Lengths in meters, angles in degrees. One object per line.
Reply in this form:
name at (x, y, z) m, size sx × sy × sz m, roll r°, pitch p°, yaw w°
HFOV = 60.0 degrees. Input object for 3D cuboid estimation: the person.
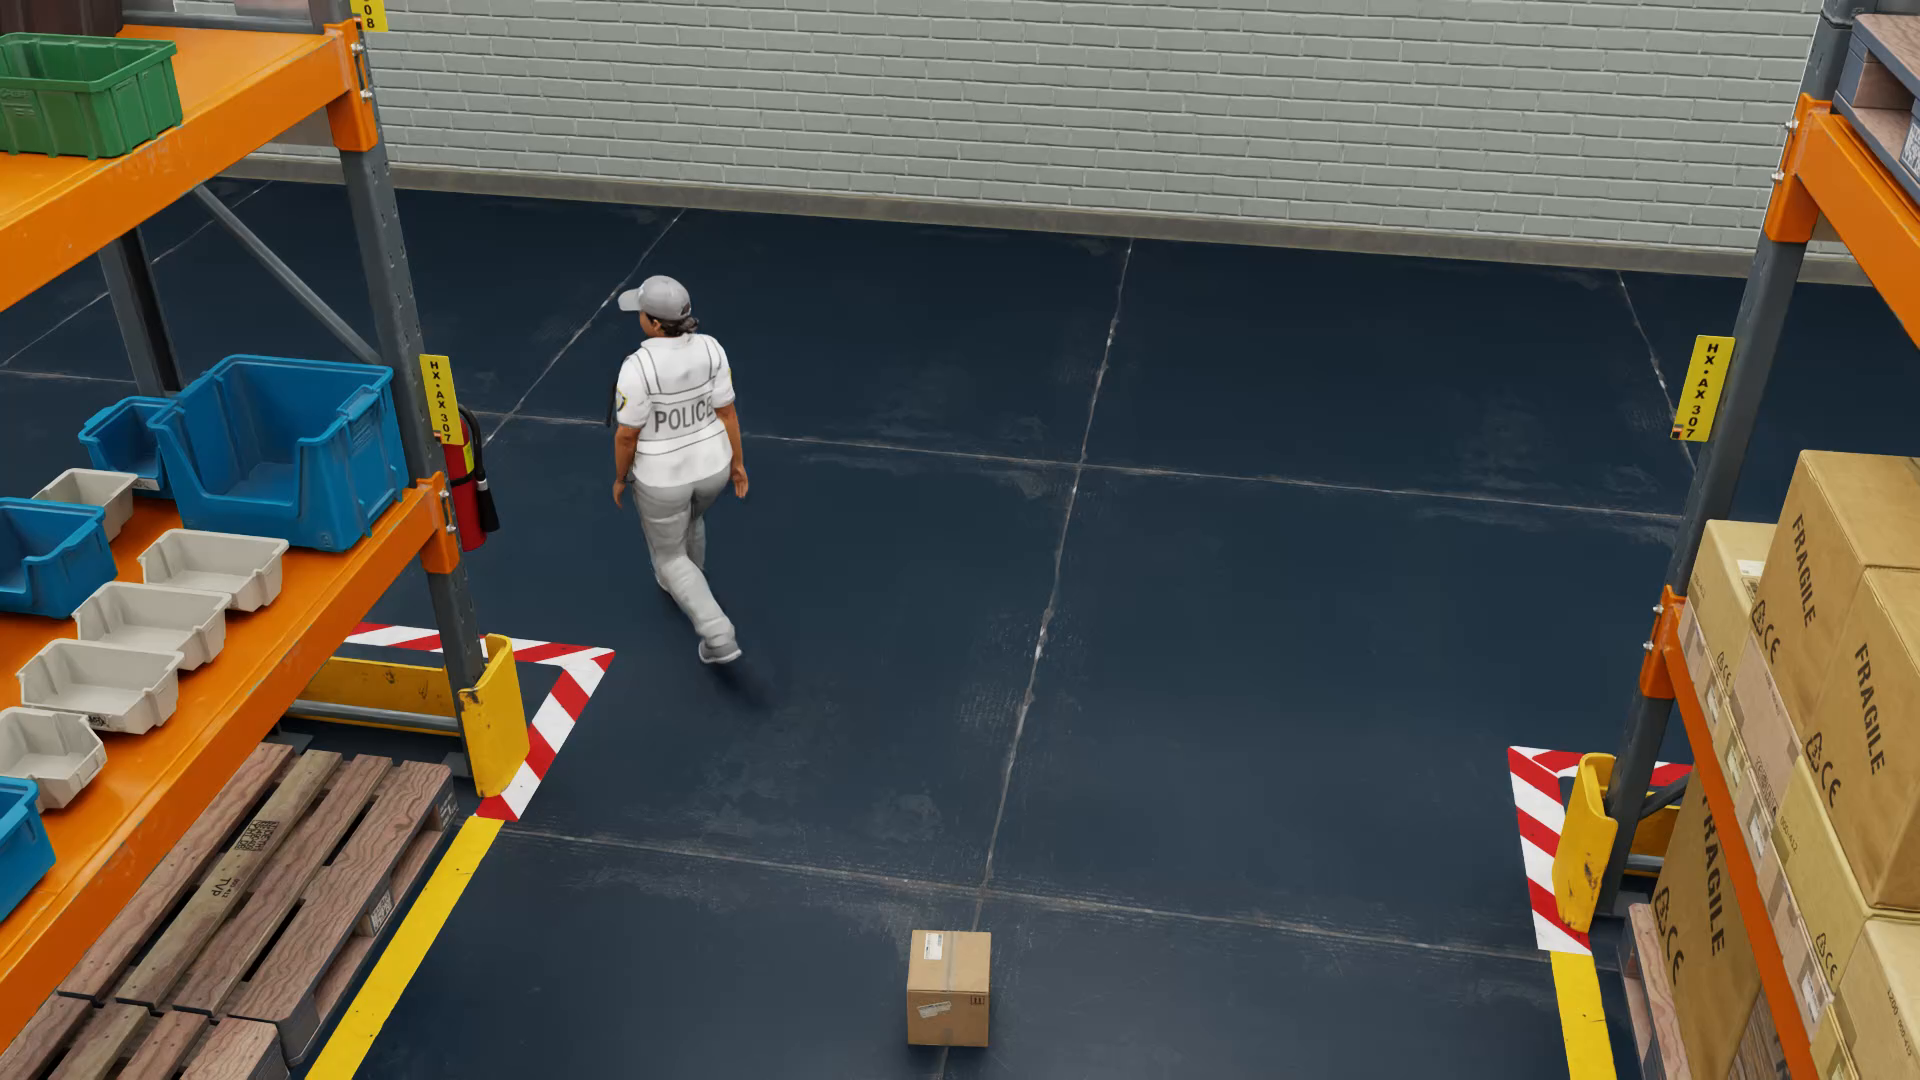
person at (-1.117, -0.289, 6.578) m, size 0.512 × 1.622 × 0.913 m, roll -23°, pitch 39°, yaw -32°
